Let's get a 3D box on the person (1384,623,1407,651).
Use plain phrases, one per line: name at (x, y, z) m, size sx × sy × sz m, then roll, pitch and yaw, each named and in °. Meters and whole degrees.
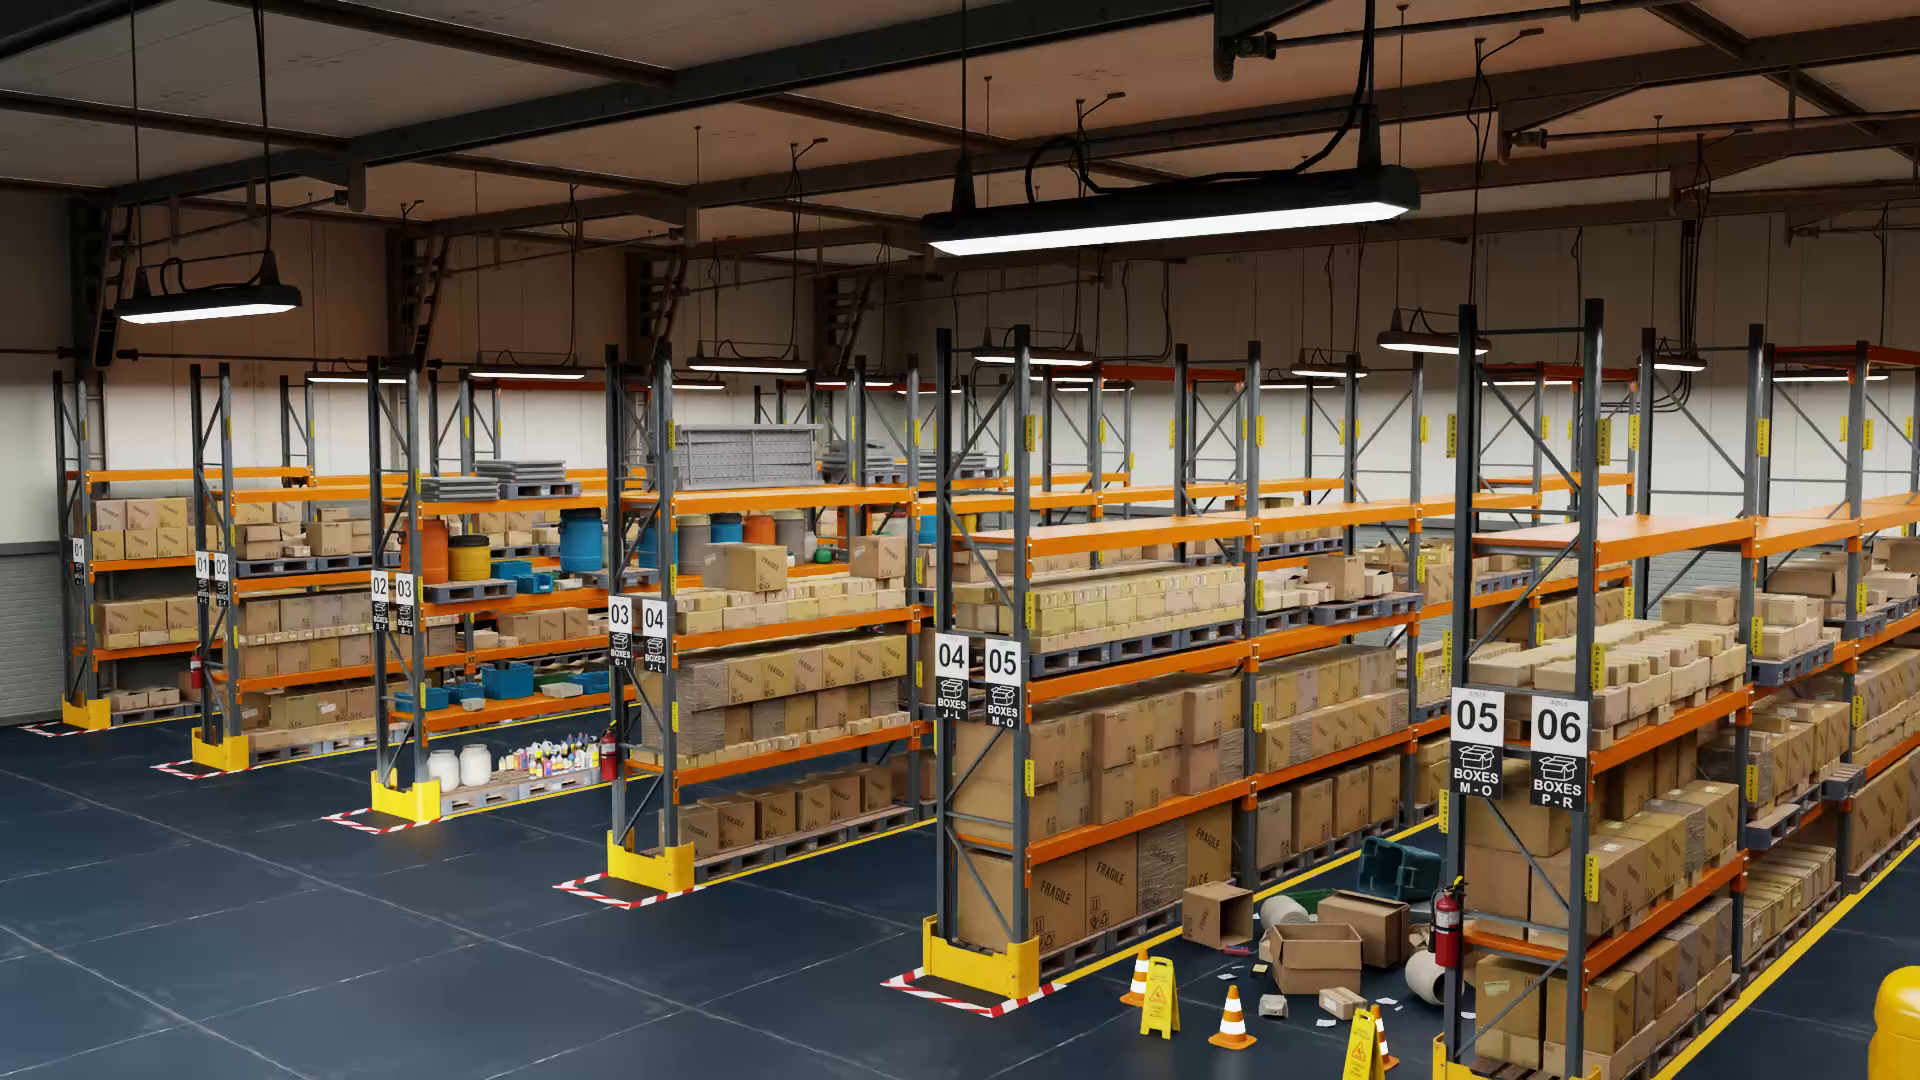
person at (7.793, 2.140, 29.563) m, size 0.402 × 1.768 × 0.625 m, roll 4°, pitch 6°, yaw 44°
